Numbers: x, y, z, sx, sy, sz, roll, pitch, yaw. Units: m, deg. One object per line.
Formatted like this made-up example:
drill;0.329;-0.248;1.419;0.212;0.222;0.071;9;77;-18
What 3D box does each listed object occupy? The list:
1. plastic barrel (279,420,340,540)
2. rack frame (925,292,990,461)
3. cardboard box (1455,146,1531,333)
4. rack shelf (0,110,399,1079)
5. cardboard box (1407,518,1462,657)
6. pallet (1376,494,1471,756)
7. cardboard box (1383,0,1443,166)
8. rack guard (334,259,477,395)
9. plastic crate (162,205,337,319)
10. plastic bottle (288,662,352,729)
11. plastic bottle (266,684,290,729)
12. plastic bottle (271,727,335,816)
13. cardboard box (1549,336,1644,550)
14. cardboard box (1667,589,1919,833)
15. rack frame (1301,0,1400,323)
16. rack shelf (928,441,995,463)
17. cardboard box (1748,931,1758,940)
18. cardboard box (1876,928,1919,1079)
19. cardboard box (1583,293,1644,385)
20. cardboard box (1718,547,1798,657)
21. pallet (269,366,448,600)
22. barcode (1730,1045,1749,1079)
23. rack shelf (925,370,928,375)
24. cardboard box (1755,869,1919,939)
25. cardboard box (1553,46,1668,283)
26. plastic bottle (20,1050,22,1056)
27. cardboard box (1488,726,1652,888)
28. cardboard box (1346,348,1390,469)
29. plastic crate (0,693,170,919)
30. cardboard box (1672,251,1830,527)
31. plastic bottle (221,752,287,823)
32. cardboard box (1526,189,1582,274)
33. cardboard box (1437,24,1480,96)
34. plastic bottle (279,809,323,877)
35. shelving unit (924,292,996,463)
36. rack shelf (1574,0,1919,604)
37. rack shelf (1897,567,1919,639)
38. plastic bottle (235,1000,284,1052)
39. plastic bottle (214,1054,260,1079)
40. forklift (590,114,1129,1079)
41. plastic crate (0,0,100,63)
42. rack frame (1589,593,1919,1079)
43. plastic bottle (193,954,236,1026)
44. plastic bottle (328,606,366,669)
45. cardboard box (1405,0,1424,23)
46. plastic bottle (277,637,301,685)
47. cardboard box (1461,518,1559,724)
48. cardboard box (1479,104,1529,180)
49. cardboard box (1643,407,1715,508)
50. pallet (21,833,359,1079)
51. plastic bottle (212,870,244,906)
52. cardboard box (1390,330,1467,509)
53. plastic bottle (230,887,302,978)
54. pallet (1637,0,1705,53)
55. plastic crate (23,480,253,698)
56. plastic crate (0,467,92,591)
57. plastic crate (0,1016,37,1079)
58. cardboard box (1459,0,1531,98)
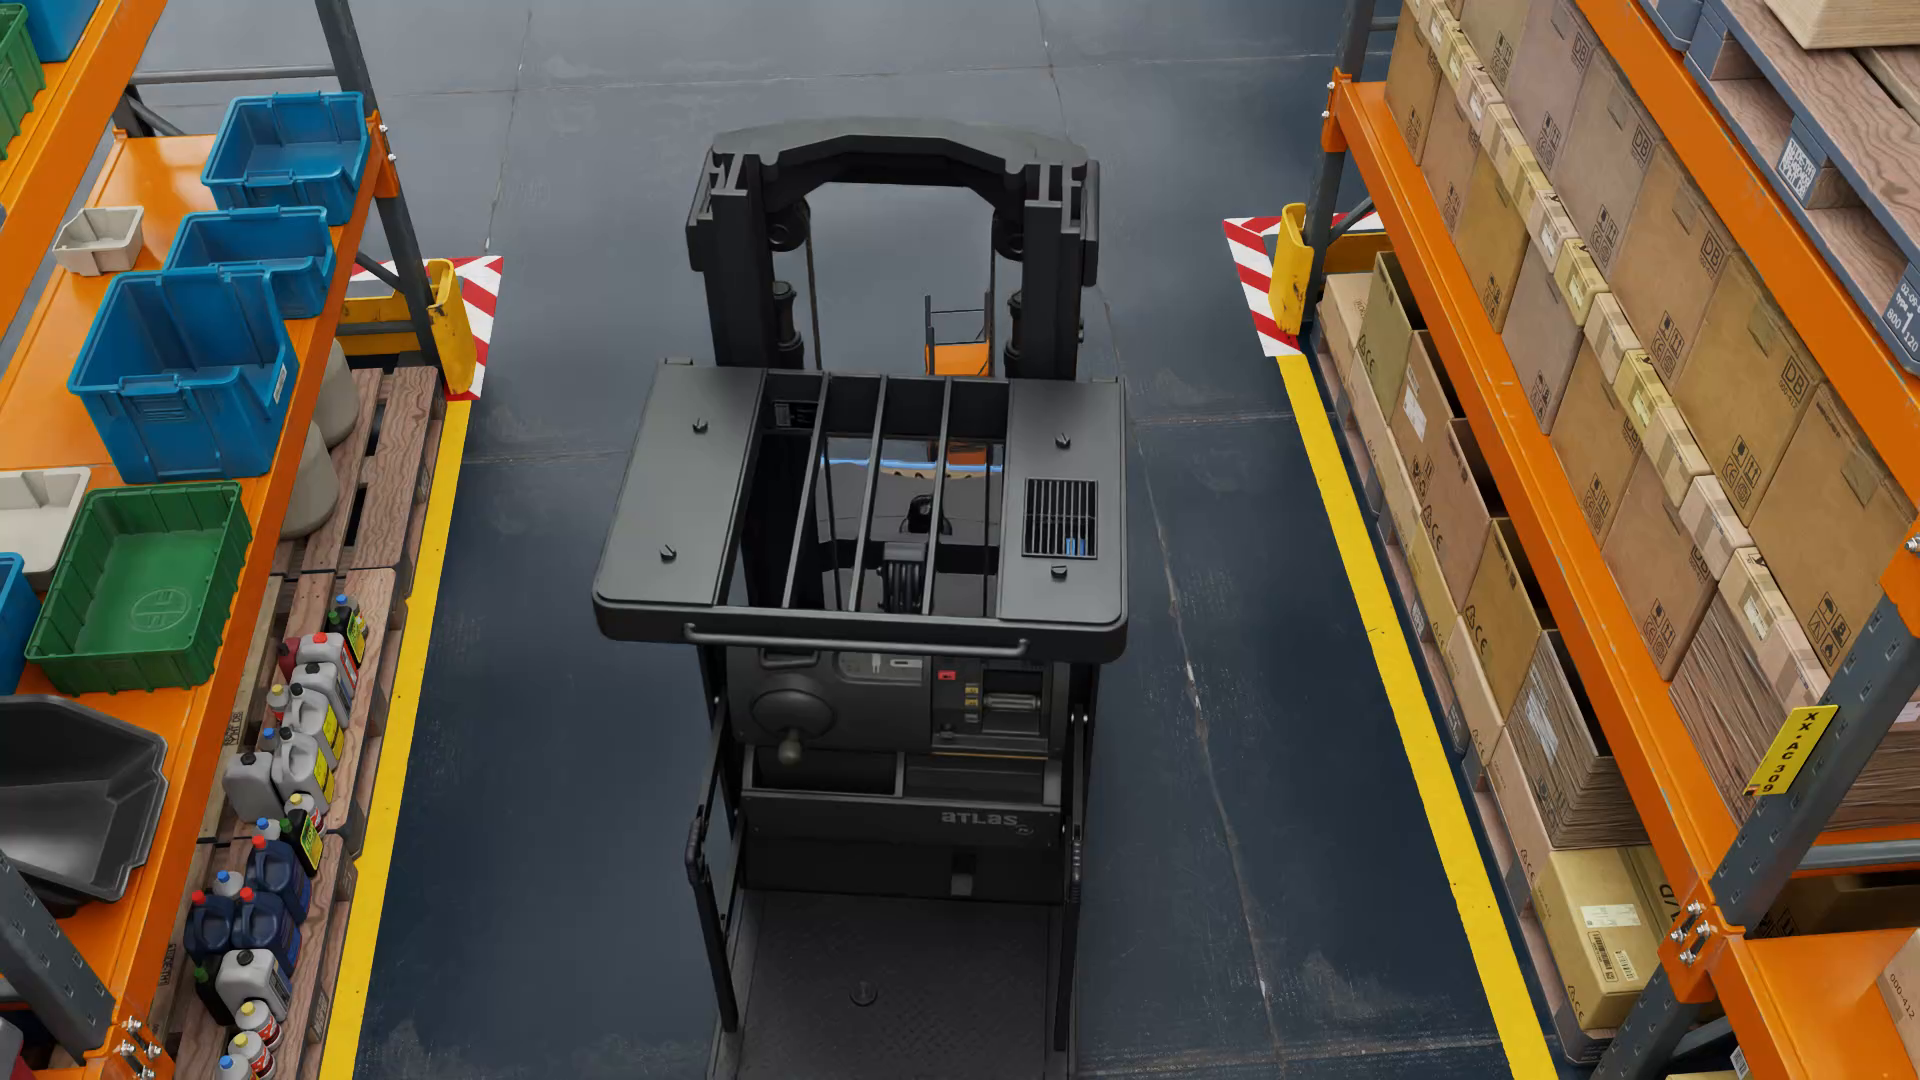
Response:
plastic barrel;-2.690;-0.286;6.516;0.421;0.512;0.421;0;47;0
rack frame;-0.009;-0.489;6.523;0.240;1.200;0.006;-3;47;-3
cardboard box;2.184;-1.086;5.781;0.700;0.500;0.500;-3;47;-3
rack shelf;-2.695;-0.137;5.446;1.077;0.370;4.000;-3;47;-3
cardboard box;2.021;0.158;6.275;0.500;0.250;0.500;-3;47;-3
pallet;2.278;0.260;6.495;1.003;0.211;1.213;-3;47;-3
cardboard box;2.100;-1.826;6.481;0.700;0.500;0.500;-3;47;-3
rack guard;-2.810;-0.920;7.413;1.175;0.500;0.348;-3;47;-3
plastic crate;-2.474;-0.966;5.838;0.499;0.251;0.408;-3;47;-3
plastic bottle;-2.267;0.540;5.882;0.152;0.276;0.135;-5;47;-4
plastic bottle;-2.390;0.587;5.889;0.097;0.201;0.097;0;47;0
plastic bottle;-2.233;0.769;5.614;0.144;0.351;0.185;-4;47;-4
cardboard box;2.276;-0.335;5.069;0.700;0.500;0.500;-3;47;-3
cardboard box;2.365;0.409;4.364;0.700;0.500;0.500;-5;47;-4
rack frame;2.073;-2.130;6.838;1.000;3.000;0.127;-3;47;-3
rack shelf;-0.001;-0.392;6.493;0.258;0.103;0.180;-3;47;-3
cardboard box;2.672;1.211;5.278;0.500;0.250;0.500;-3;47;-3
cardboard box;2.493;1.169;3.816;0.500;0.250;0.500;-1;47;-1
cardboard box;2.067;-0.596;4.869;0.380;0.149;0.250;-2;47;-2
cardboard box;2.153;0.144;4.169;0.380;0.149;0.250;-4;47;-4
pallet;-2.747;-0.232;6.961;1.003;0.211;1.213;-3;47;-3
barcode;2.015;1.352;4.297;0.001;0.075;0.075;-3;47;-3
rack shelf;-0.001;-0.558;6.319;0.258;0.103;0.180;-3;47;-3
cardboard box;2.681;0.953;5.006;0.500;0.500;0.500;-3;47;-3
cardboard box;2.239;-1.126;4.925;0.700;0.500;0.500;-3;47;-3
plastic bottle;-2.897;1.517;4.951;0.061;0.283;0.133;-1;47;-1
cardboard box;2.120;0.881;5.591;0.500;0.250;0.500;-3;47;-3
cardboard box;1.942;-0.566;6.961;0.500;0.250;0.500;-3;47;-3
plastic crate;-2.445;0.697;4.203;0.767;0.338;0.504;-3;47;-3
cardboard box;2.321;-0.403;4.239;0.700;0.500;0.500;-4;47;-3
plastic bottle;-2.379;0.822;5.615;0.152;0.276;0.135;-3;47;-3
cardboard box;2.020;-0.978;5.231;0.380;0.149;0.250;-3;47;-3
cardboard box;1.936;-1.719;5.933;0.380;0.149;0.250;-3;47;-3
plastic bottle;-2.170;0.977;5.463;0.061;0.283;0.133;-2;47;-2
shelving unit;-0.001;-0.423;6.461;0.258;1.200;0.189;-3;47;-3
rack shelf;2.241;-1.467;4.639;1.077;0.370;4.000;-3;47;-3
rack shelf;2.576;1.427;1.899;1.077;0.370;4.000;-3;47;-3
plastic bottle;-2.135;1.469;5.054;0.097;0.201;0.097;0;47;0
plastic bottle;-2.118;1.592;4.889;0.097;0.271;0.097;0;47;0
forklift;-0.179;0.528;4.368;1.130;2.935;3.031;3;47;2
plastic crate;-2.403;-1.496;4.183;0.392;0.384;0.575;-3;47;-3
rack frame;2.412;0.764;4.097;0.949;2.616;0.053;-3;47;-3
plastic bottle;-2.278;1.363;5.098;0.061;0.283;0.133;-3;47;-3
plastic bottle;-2.244;0.337;6.069;0.061;0.283;0.133;-2;47;-2
cardboard box;1.892;-2.090;6.285;0.380;0.149;0.250;-4;47;-4
plastic bottle;-2.384;0.444;5.968;0.061;0.283;0.133;-3;47;-3
cardboard box;2.076;0.261;5.661;0.500;0.500;0.500;-3;47;-3
cardboard box;1.980;-1.344;5.577;0.380;0.149;0.250;-5;47;-5
cardboard box;2.106;-0.235;4.528;0.380;0.149;0.250;-4;47;-3
pallet;-2.543;1.533;5.289;1.003;0.211;1.213;-3;47;-3
plastic bottle;-2.315;1.143;5.315;0.097;0.271;0.097;0;47;0
cardboard box;1.995;-0.463;6.347;0.500;0.500;0.500;-3;47;-3
plastic bottle;-2.182;1.213;5.193;0.144;0.351;0.185;-2;47;-2
pallet;2.212;-1.733;4.457;1.003;0.211;1.213;-3;47;-3
plastic crate;-2.360;0.136;4.838;0.450;0.188;0.662;-3;47;-3
plastic crate;-2.916;-0.006;5.008;0.530;0.136;0.437;-3;47;-3
plastic crate;-2.183;1.372;3.477;0.402;0.464;0.583;-3;47;-3
cardboard box;2.154;-1.853;5.613;0.700;0.500;0.500;-5;47;-4
